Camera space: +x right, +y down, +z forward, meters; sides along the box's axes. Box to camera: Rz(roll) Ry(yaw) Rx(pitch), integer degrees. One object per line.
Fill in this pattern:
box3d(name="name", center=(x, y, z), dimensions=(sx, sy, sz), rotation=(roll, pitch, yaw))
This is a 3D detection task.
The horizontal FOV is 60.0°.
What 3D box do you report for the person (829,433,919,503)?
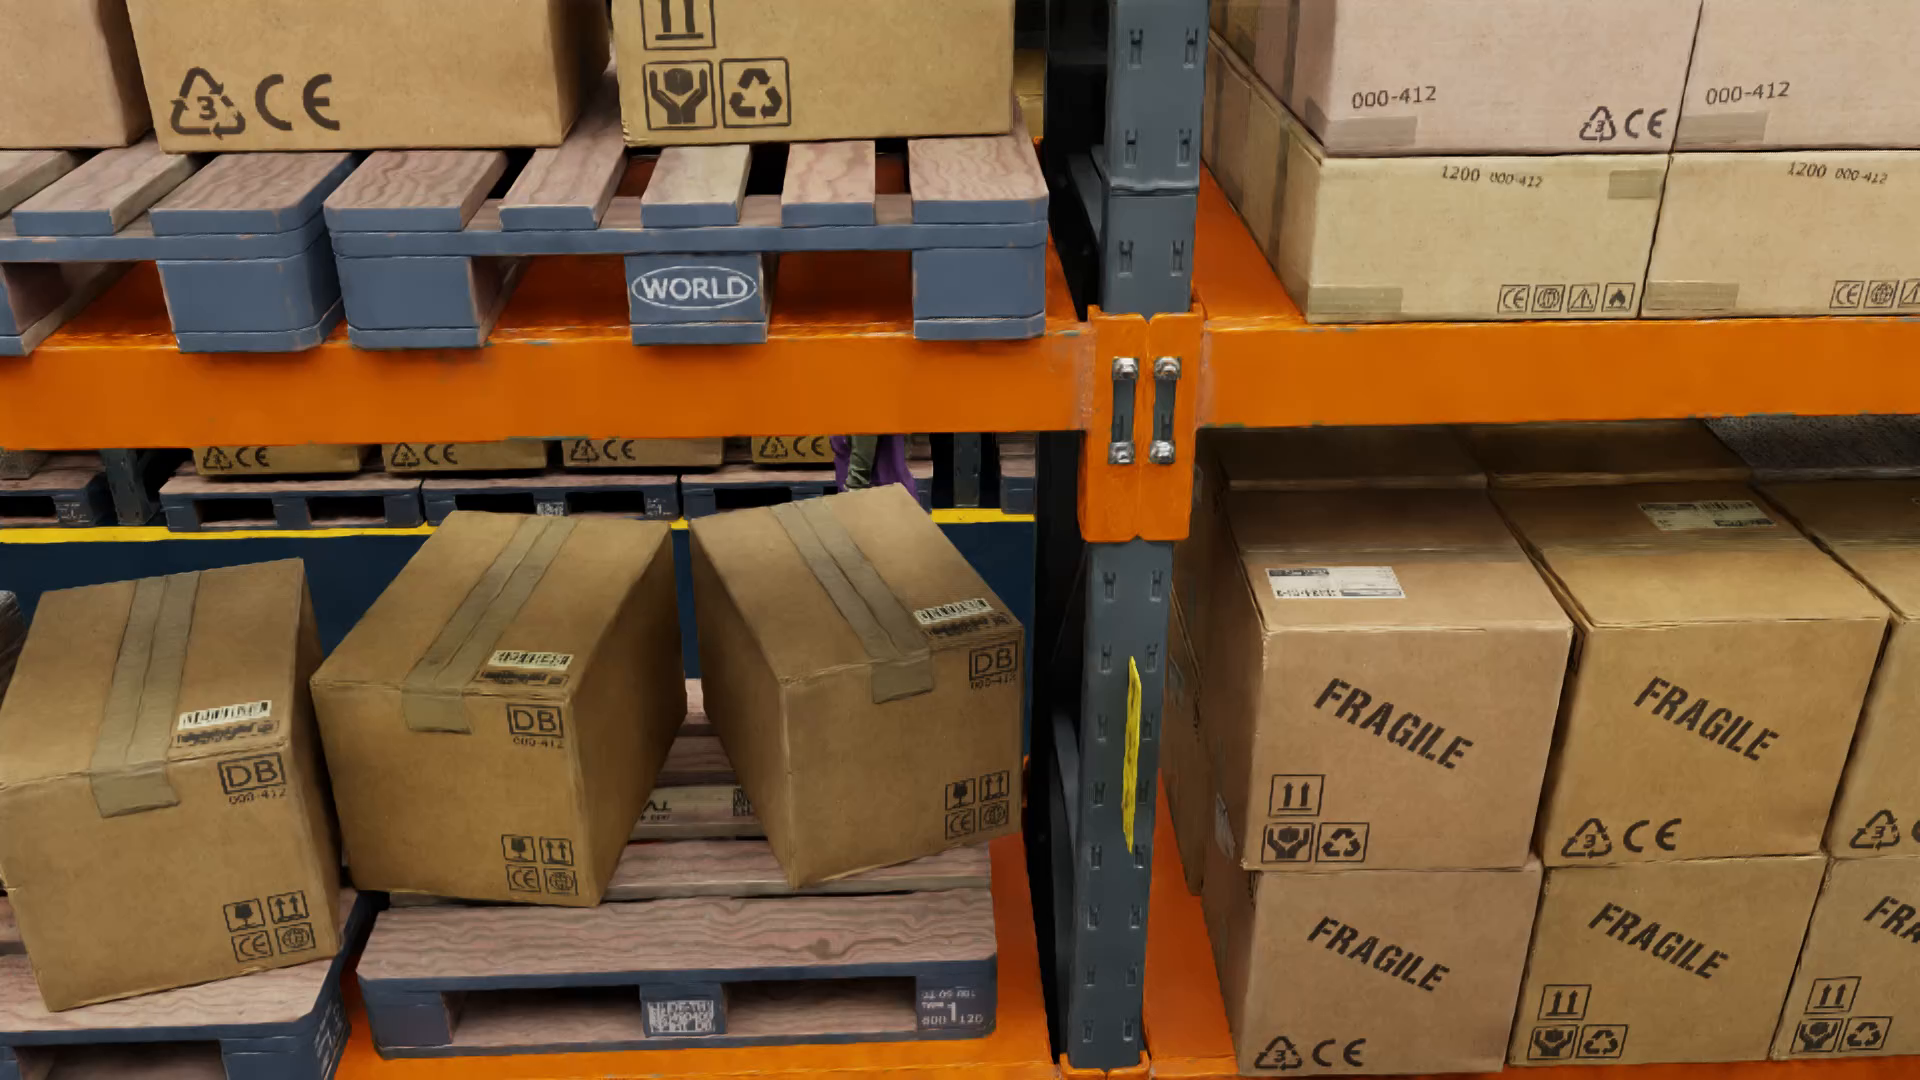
box3d(name="person", center=(-0.276, -0.120, 6.375), dimensions=(0.733, 1.545, 0.500), rotation=(3, 28, 6))
